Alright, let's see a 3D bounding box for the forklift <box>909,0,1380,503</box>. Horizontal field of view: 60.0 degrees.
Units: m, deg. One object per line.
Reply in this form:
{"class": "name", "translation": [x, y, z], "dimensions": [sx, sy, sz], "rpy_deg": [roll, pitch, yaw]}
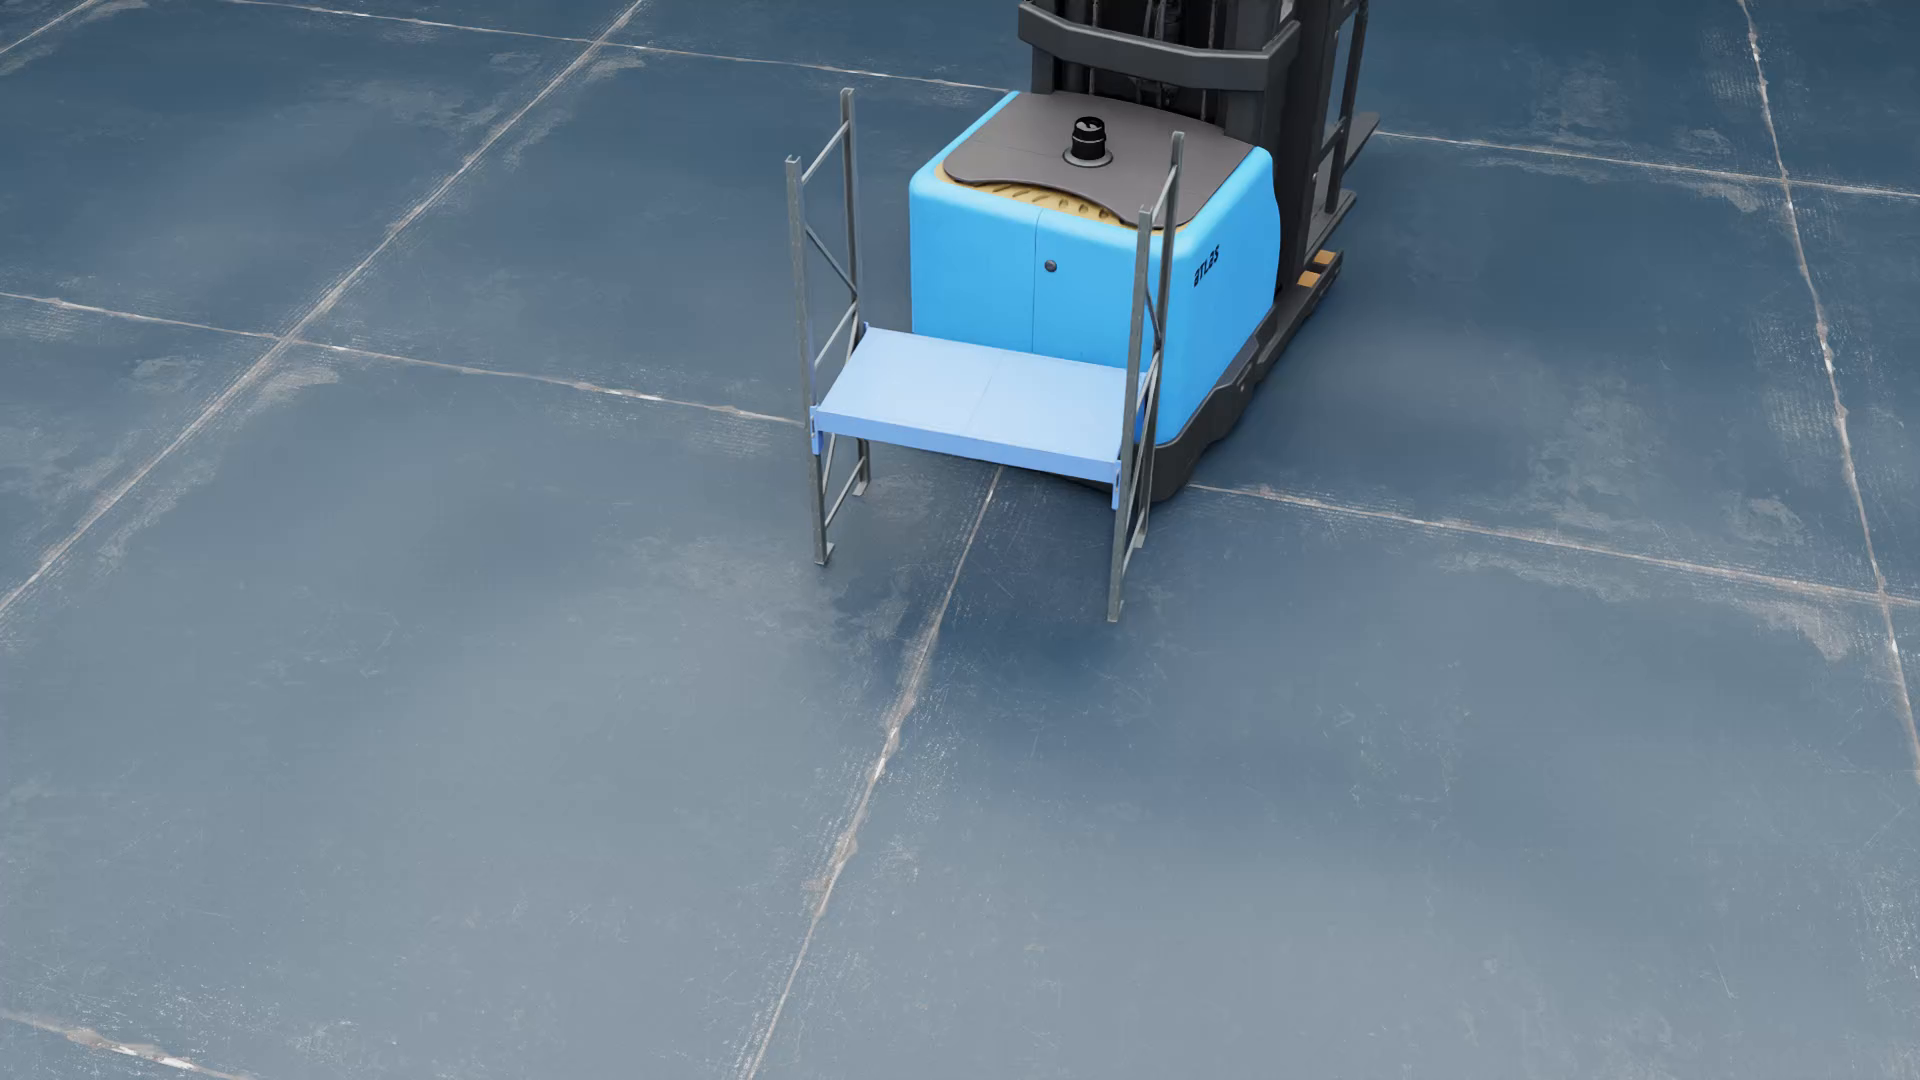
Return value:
{"class": "forklift", "translation": [0.953, -2.190, 6.078], "dimensions": [1.130, 2.935, 3.031], "rpy_deg": [19, 44, 21]}

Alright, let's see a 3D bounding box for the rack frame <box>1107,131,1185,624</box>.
{"class": "rack frame", "translation": [0.567, -0.458, 5.129], "dimensions": [0.032, 1.500, 0.500], "rpy_deg": [11, 41, 13]}

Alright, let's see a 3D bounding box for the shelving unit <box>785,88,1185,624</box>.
{"class": "shelving unit", "translation": [0.080, -0.551, 5.240], "dimensions": [1.048, 1.500, 0.538], "rpy_deg": [11, 41, 13]}

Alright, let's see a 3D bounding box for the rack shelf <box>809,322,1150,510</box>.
{"class": "rack shelf", "translation": [0.080, -0.413, 5.356], "dimensions": [1.000, 0.185, 0.538], "rpy_deg": [11, 41, 13]}

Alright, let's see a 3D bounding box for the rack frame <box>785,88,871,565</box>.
{"class": "rack frame", "translation": [-0.407, -0.644, 5.351], "dimensions": [0.032, 1.500, 0.500], "rpy_deg": [11, 41, 13]}
